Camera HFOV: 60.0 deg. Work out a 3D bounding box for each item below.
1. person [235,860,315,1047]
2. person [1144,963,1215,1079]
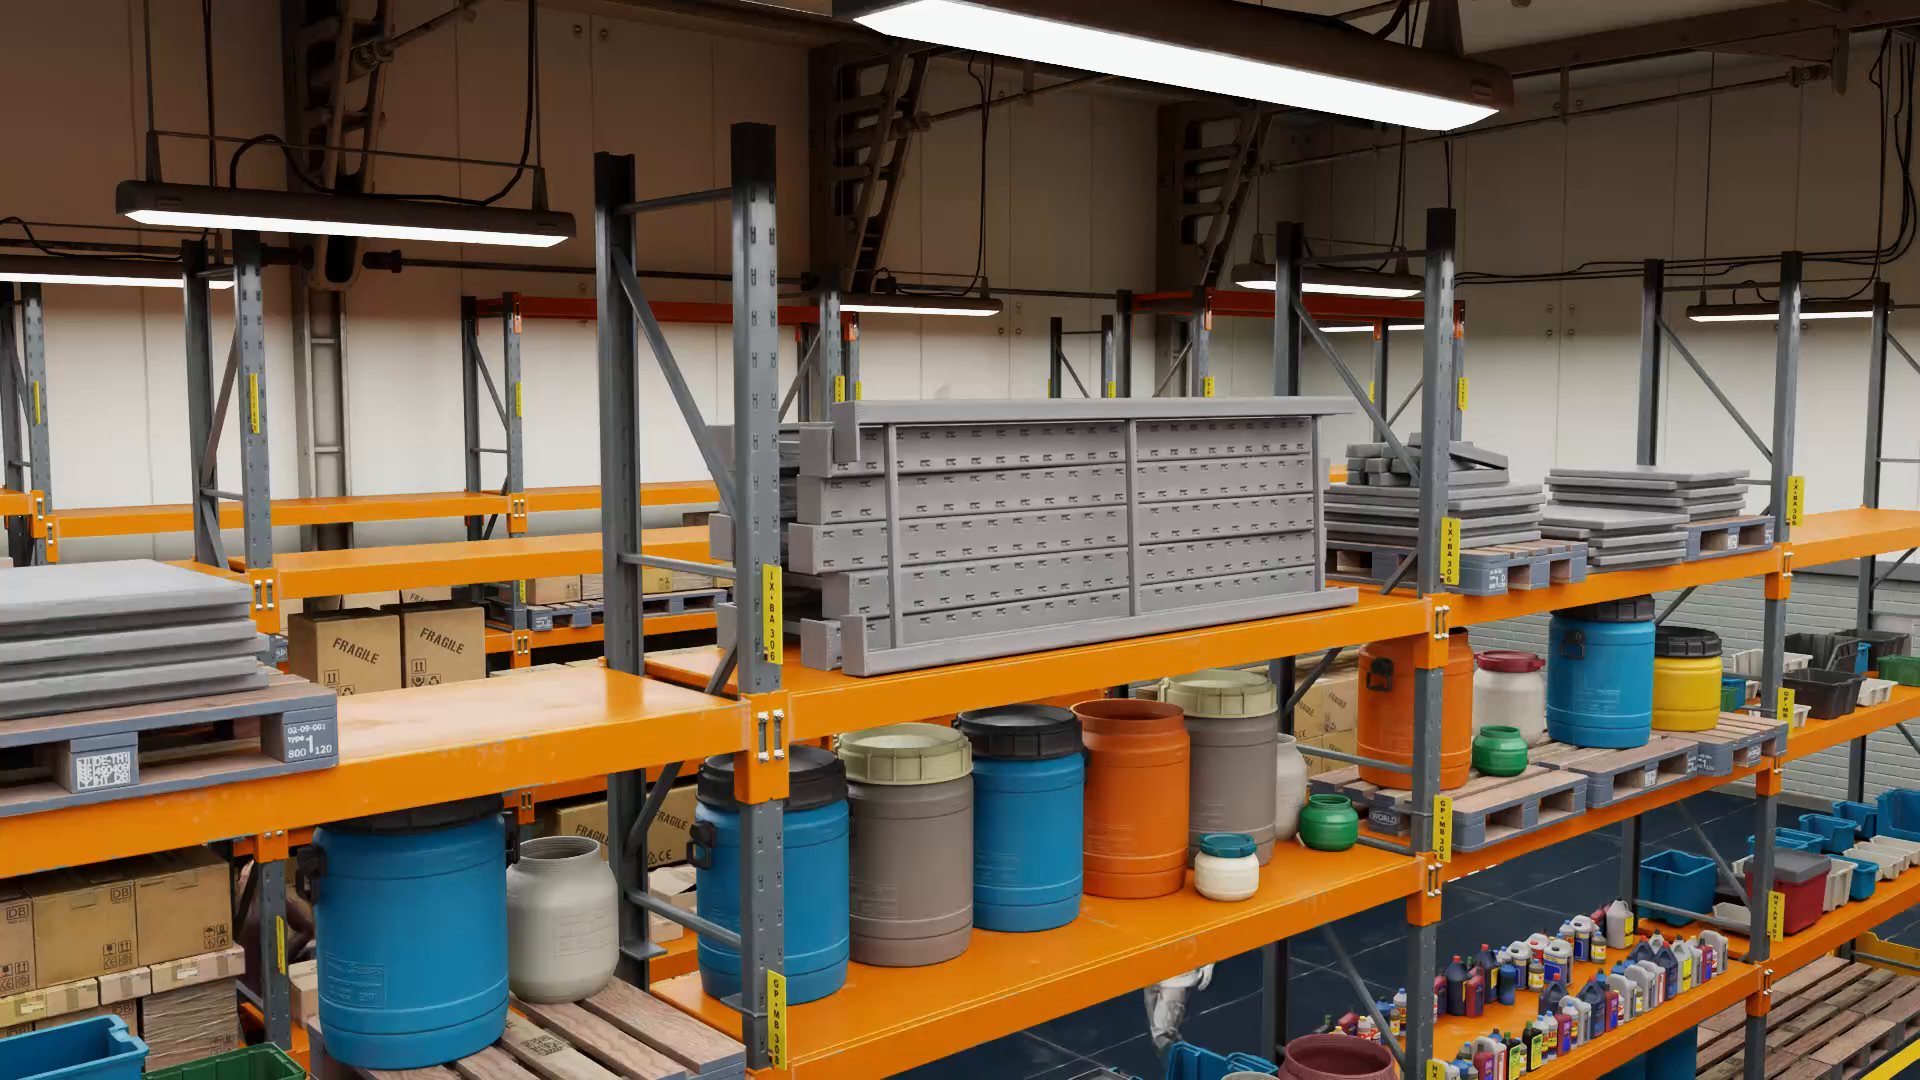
[{"bbox_3d":[-4.990,3.146,11.819,0.708,1.768,1.047,4,7,37],"label":"person"},{"bbox_3d":[1.453,3.175,11.844,0.734,1.818,0.664,-5,8,-45],"label":"person"}]
